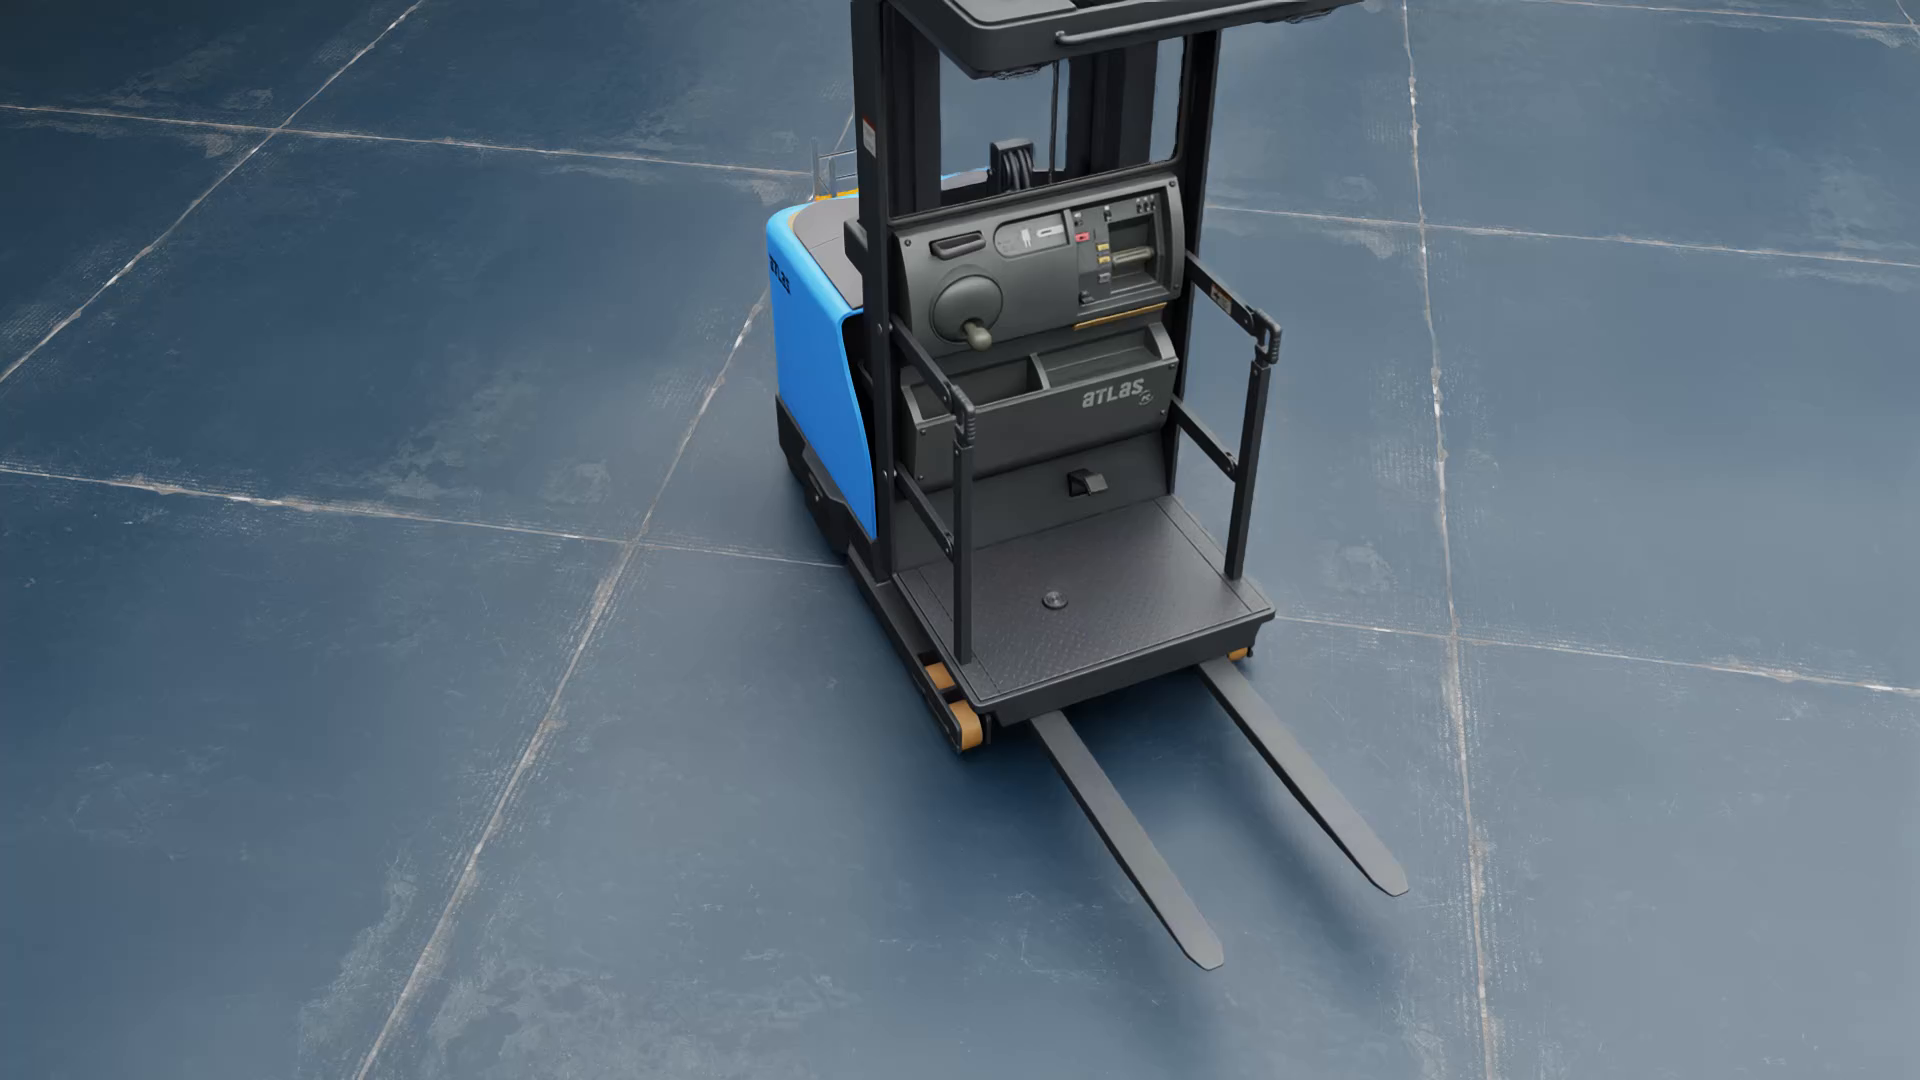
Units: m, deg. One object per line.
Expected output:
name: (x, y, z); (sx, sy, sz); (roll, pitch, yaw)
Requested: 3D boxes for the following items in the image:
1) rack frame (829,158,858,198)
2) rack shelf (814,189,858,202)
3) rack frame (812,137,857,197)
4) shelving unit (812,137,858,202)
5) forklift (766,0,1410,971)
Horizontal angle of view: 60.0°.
rack frame: (-0.365, -0.952, 6.459); (0.240, 1.200, 0.006); (-16, 42, -18)
rack shelf: (-0.403, -1.248, 6.323); (0.258, 0.103, 0.180); (-16, 42, -18)
rack frame: (-0.440, -1.058, 6.588); (0.240, 1.200, 0.006); (-16, 42, -18)
shelving unit: (-0.403, -1.005, 6.524); (0.258, 1.200, 0.189); (-16, 42, -18)
forklift: (0.348, -0.761, 4.870); (1.130, 2.935, 3.031); (-16, 42, -18)
